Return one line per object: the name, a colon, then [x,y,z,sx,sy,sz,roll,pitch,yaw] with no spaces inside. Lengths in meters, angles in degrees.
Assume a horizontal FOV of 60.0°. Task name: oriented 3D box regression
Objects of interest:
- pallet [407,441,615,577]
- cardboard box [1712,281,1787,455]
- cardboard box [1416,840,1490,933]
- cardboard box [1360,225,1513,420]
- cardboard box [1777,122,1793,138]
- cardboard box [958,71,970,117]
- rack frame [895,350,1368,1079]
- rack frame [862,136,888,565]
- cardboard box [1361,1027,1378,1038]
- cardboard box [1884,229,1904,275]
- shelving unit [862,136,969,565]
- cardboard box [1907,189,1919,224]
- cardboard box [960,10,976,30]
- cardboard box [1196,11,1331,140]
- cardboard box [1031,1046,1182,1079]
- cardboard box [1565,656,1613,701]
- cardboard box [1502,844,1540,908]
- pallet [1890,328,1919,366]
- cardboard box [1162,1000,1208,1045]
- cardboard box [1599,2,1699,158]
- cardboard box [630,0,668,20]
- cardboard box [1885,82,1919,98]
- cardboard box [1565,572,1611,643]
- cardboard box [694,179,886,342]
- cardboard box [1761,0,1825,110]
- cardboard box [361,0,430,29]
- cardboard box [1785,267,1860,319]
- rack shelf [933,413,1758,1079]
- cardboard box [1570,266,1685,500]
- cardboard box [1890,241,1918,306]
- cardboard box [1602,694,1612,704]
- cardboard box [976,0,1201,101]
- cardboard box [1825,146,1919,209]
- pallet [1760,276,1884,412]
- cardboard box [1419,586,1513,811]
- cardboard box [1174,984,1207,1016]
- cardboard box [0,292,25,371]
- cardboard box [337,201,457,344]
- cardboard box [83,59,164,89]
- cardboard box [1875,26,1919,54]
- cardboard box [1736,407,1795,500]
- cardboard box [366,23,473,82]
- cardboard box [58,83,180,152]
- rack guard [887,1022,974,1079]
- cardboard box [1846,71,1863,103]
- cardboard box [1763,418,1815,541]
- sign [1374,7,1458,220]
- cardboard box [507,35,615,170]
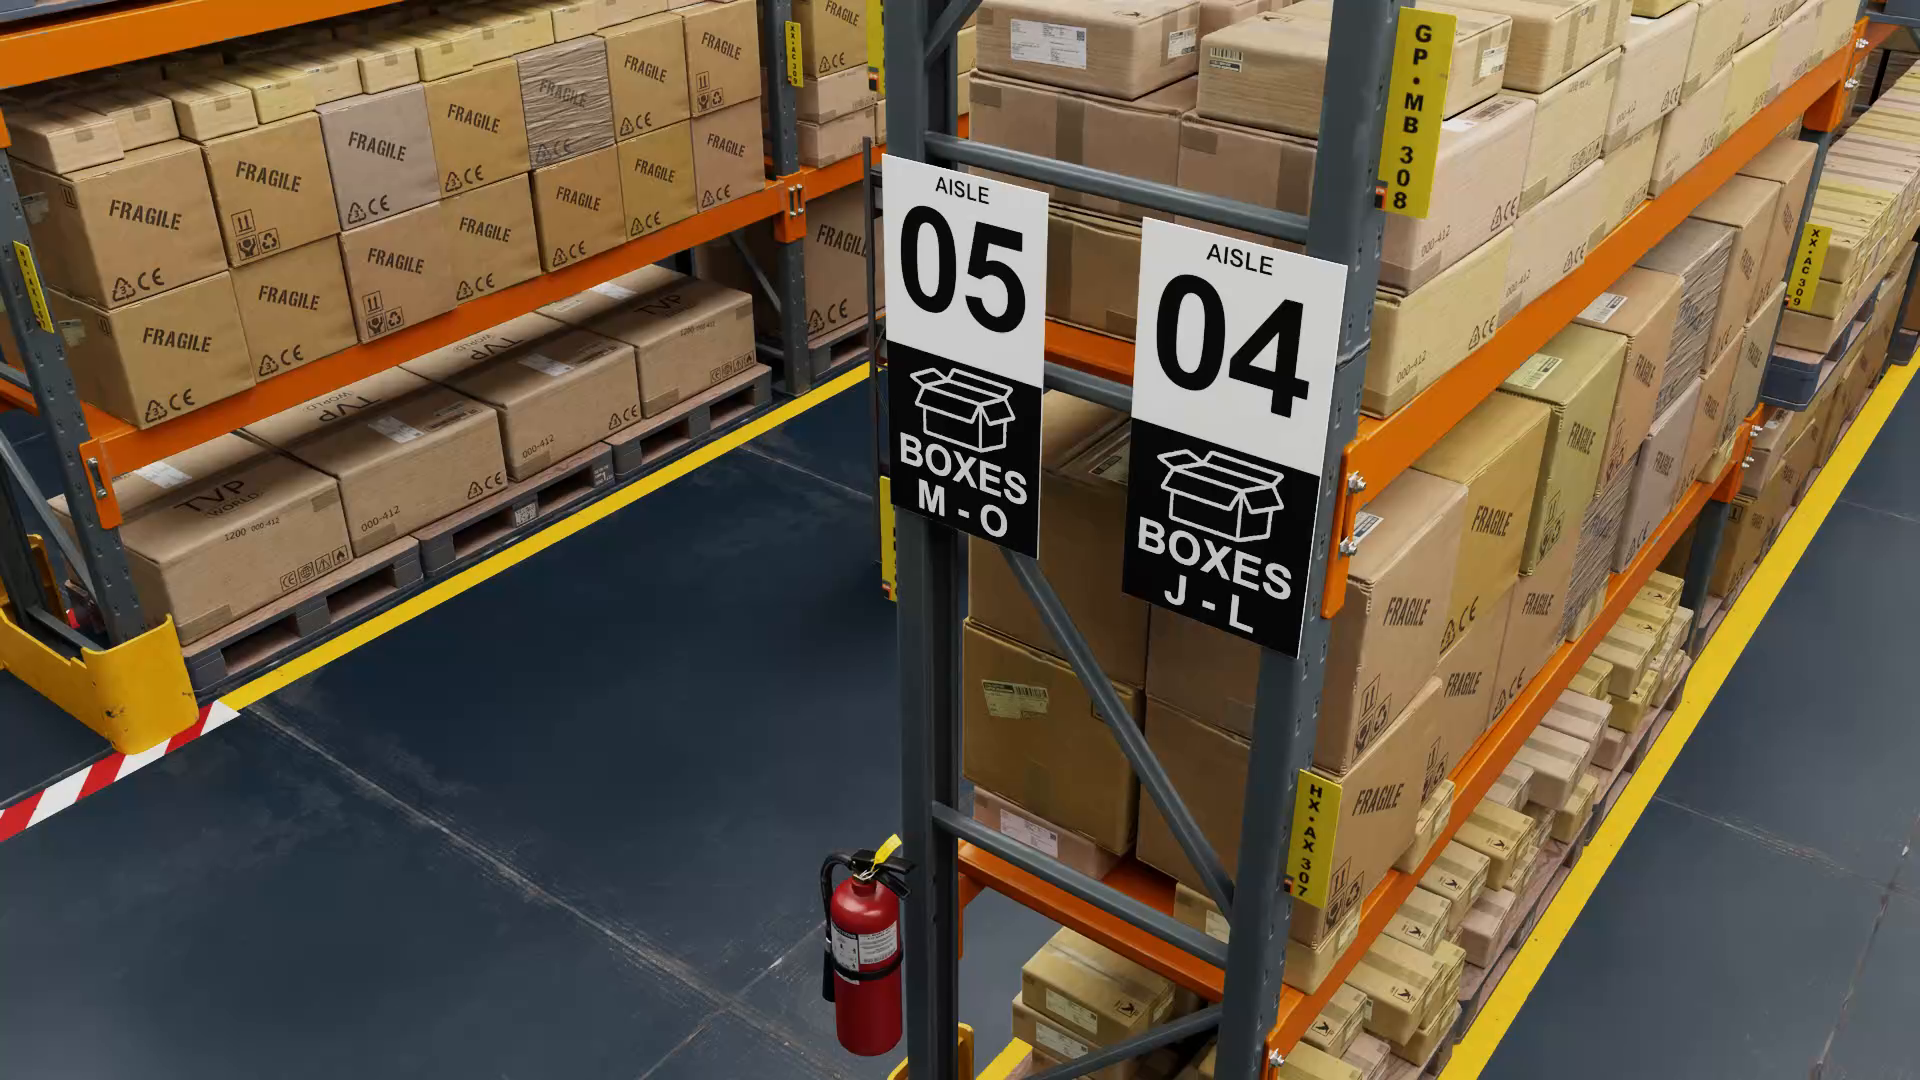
pallet: [-2.562,-0.303,8.555,1.003,0.211,1.213,21,37,31]
cardboard box: [2.636,-0.691,6.084,0.500,0.500,0.500,21,37,31]
cardboard box: [1.459,1.055,5.328,0.380,0.149,0.250,23,37,33]
cardboard box: [0.763,-0.507,3.369,0.500,0.250,0.500,23,37,33]
cardboard box: [3.738,-1.995,7.925,0.380,0.149,0.250,21,36,31]
cardboard box: [-0.195,-2.733,10.067,0.500,0.250,0.500,21,36,31]
rack frame: [0.288,0.822,3.920,1.000,3.000,0.127,21,37,31]
rack frame: [-0.247,-0.737,7.434,0.400,2.100,0.015,21,37,31]
cardboard box: [1.097,1.385,5.063,0.380,0.149,0.250,22,37,32]
cardboard box: [3.930,-1.315,7.361,0.380,0.149,0.250,19,36,29]
shelving unit: [-0.100,-0.836,7.601,0.431,2.100,0.503,21,37,31]
cardboard box: [4.095,-1.558,7.479,0.380,0.149,0.250,20,36,31]
cardboard box: [-0.220,-3.268,9.743,0.500,0.500,0.500,20,36,30]
cardboard box: [0.665,-0.852,3.069,0.380,0.149,0.250,21,36,31]
cardboard box: [0.440,1.590,5.010,0.380,0.149,0.250,22,37,32]
cardboard box: [2.209,0.512,6.245,0.380,0.149,0.250,22,37,33]
cardboard box: [1.783,1.121,5.801,0.380,0.149,0.250,21,37,31]
pallet: [5.653,-1.527,10.620,1.003,0.211,1.213,21,37,31]
cardboard box: [0.580,1.348,5.126,0.380,0.149,0.250,20,36,30]
cardboard box: [1.389,-1.131,3.932,0.500,0.250,0.500,22,37,32]
cardboard box: [-1.641,-2.643,8.053,0.380,0.149,0.250,21,37,31]
cardboard box: [4.717,-2.100,8.103,0.380,0.149,0.250,22,37,33]
cardboard box: [1.831,0.150,5.301,0.380,0.149,0.250,22,37,32]
cardboard box: [-0.994,-1.829,10.067,0.875,0.875,0.875,22,37,33]
cardboard box: [2.311,-1.548,5.124,0.500,0.250,0.500,21,37,31]
cardboard box: [-2.637,-2.376,7.603,0.380,0.149,0.250,21,37,31]
cardboard box: [3.307,-1.023,6.576,0.380,0.149,0.250,22,37,32]
rack shelf: [1.495,0.319,5.476,1.077,0.370,4.000,21,37,31]
cardboard box: [1.707,-0.500,4.780,0.500,0.500,0.500,20,36,30]
cardboard box: [4.913,-1.499,9.141,0.500,0.250,0.500,20,36,30]
cardboard box: [2.235,0.640,6.321,0.380,0.149,0.250,21,37,32]
cardboard box: [0.255,-1.016,3.345,0.380,0.149,0.250,21,36,31]
cardboard box: [3.934,-1.574,7.215,0.380,0.149,0.250,21,36,31]
pallet: [3.280,-0.987,7.161,1.003,0.211,1.213,21,37,31]
cardboard box: [1.082,0.328,4.364,0.500,0.500,0.500,21,37,31]
cardboard box: [0.603,1.234,5.026,0.380,0.149,0.250,22,37,32]
cardboard box: [-3.639,-0.981,6.865,0.500,0.500,0.500,21,37,32]
cardboard box: [-2.596,-1.225,7.277,0.500,0.500,0.500,21,37,31]
cardboard box: [-3.440,-1.861,6.733,0.380,0.149,0.250,21,36,31]
cardboard box: [5.396,-3.082,9.430,0.700,0.500,0.500,21,37,31]
cardboard box: [3.359,-0.451,7.373,0.500,0.250,0.500,19,36,29]
cardboard box: [-2.315,-2.089,7.117,0.380,0.149,0.250,20,36,30]
cardboard box: [-3.183,-1.600,6.292,0.380,0.149,0.250,22,37,32]
rack guard: [0.334,1.867,4.610,1.175,0.500,0.348,21,37,31]
cardboard box: [4.666,-2.495,9.061,0.380,0.149,0.250,23,38,33]
cardboard box: [3.678,-0.343,7.927,0.500,0.500,0.500,23,38,33]
sign: [0.721,-0.677,2.651,0.100,0.325,0.005,21,37,31]
cardboard box: [-1.982,-2.069,7.720,0.500,0.500,0.500,22,37,32]
